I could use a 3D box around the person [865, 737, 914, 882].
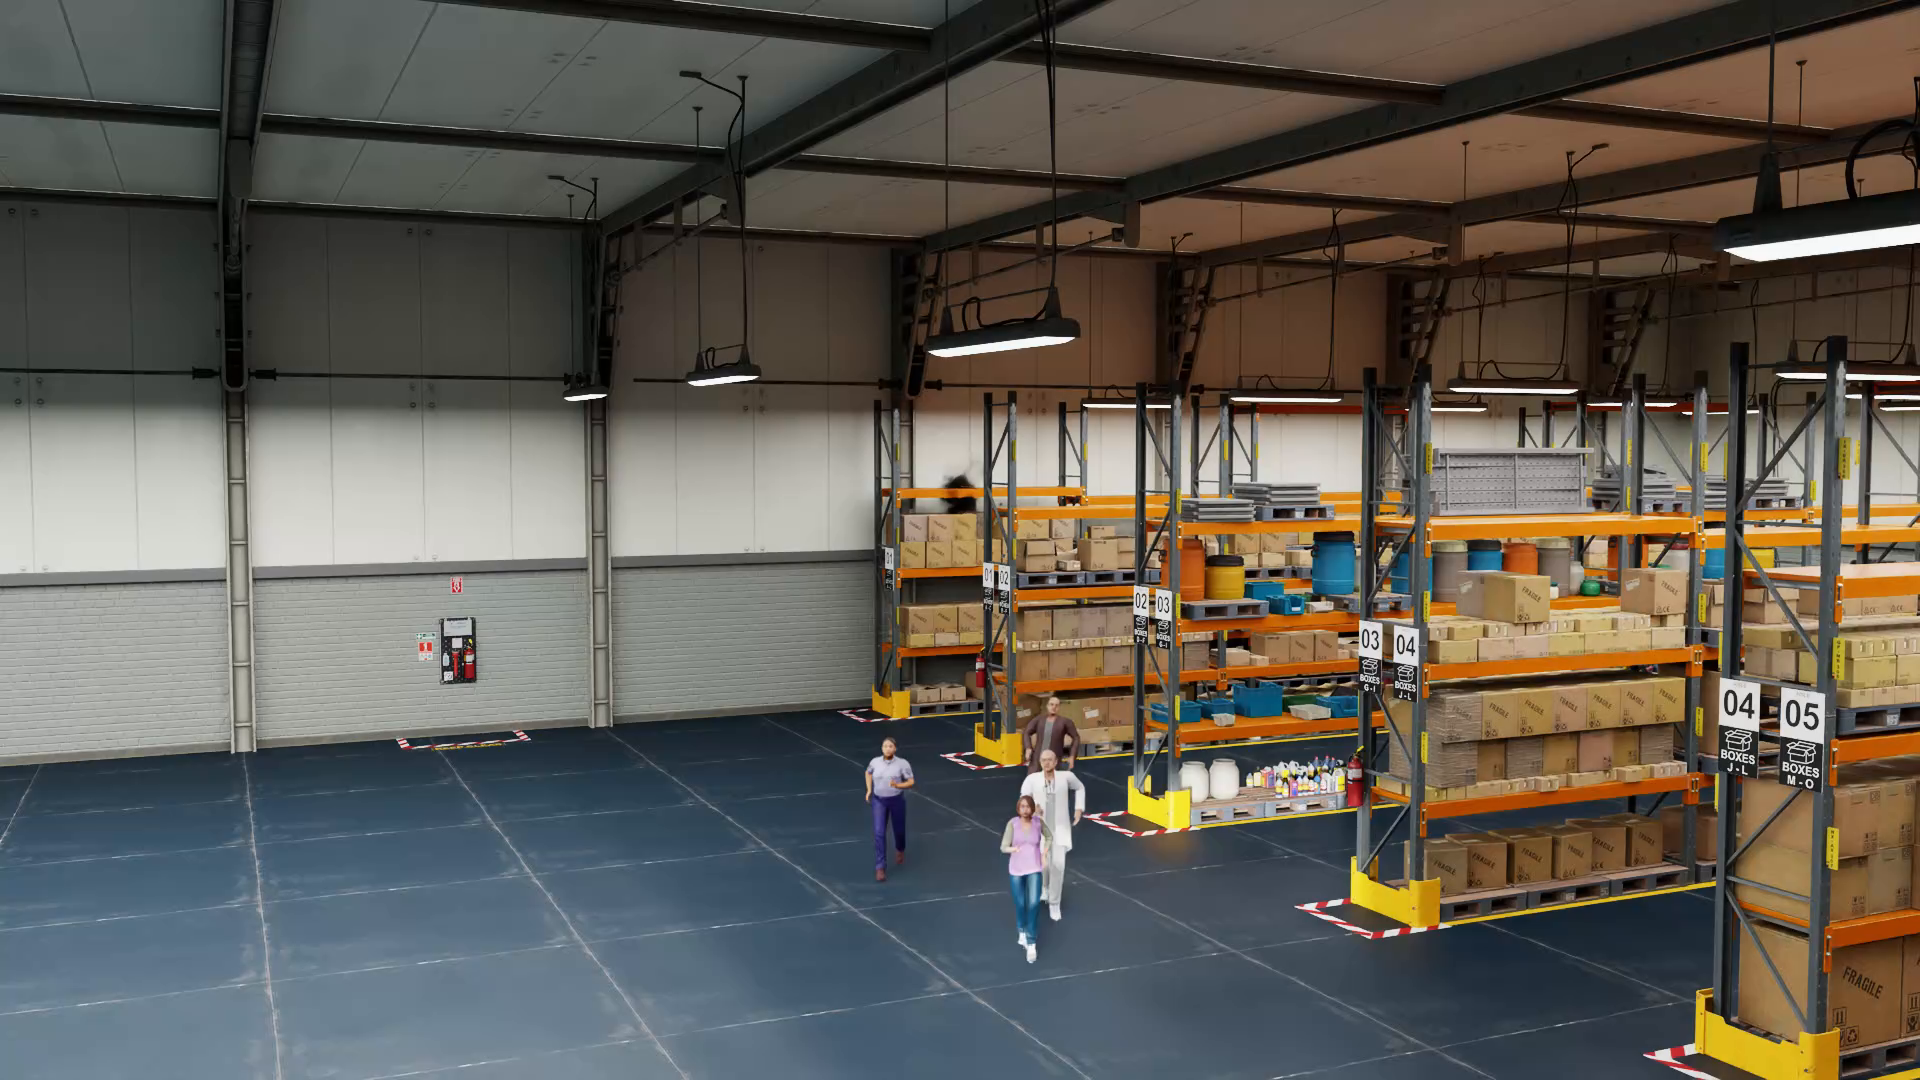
[{"bbox_3d":[-0.846,3.169,19.871,0.608,1.632,0.943,0,3,3],"label":"person"}]

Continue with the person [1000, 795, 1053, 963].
[{"bbox_3d":[0.667,3.381,16.764,0.516,1.635,0.677,0,3,6],"label":"person"}]

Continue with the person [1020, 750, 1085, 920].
[{"bbox_3d":[1.015,3.228,18.408,0.719,1.826,0.866,0,3,8],"label":"person"}]

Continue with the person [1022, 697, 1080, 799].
[{"bbox_3d":[1.173,3.001,22.462,0.768,1.745,0.624,2,4,25],"label":"person"}]
